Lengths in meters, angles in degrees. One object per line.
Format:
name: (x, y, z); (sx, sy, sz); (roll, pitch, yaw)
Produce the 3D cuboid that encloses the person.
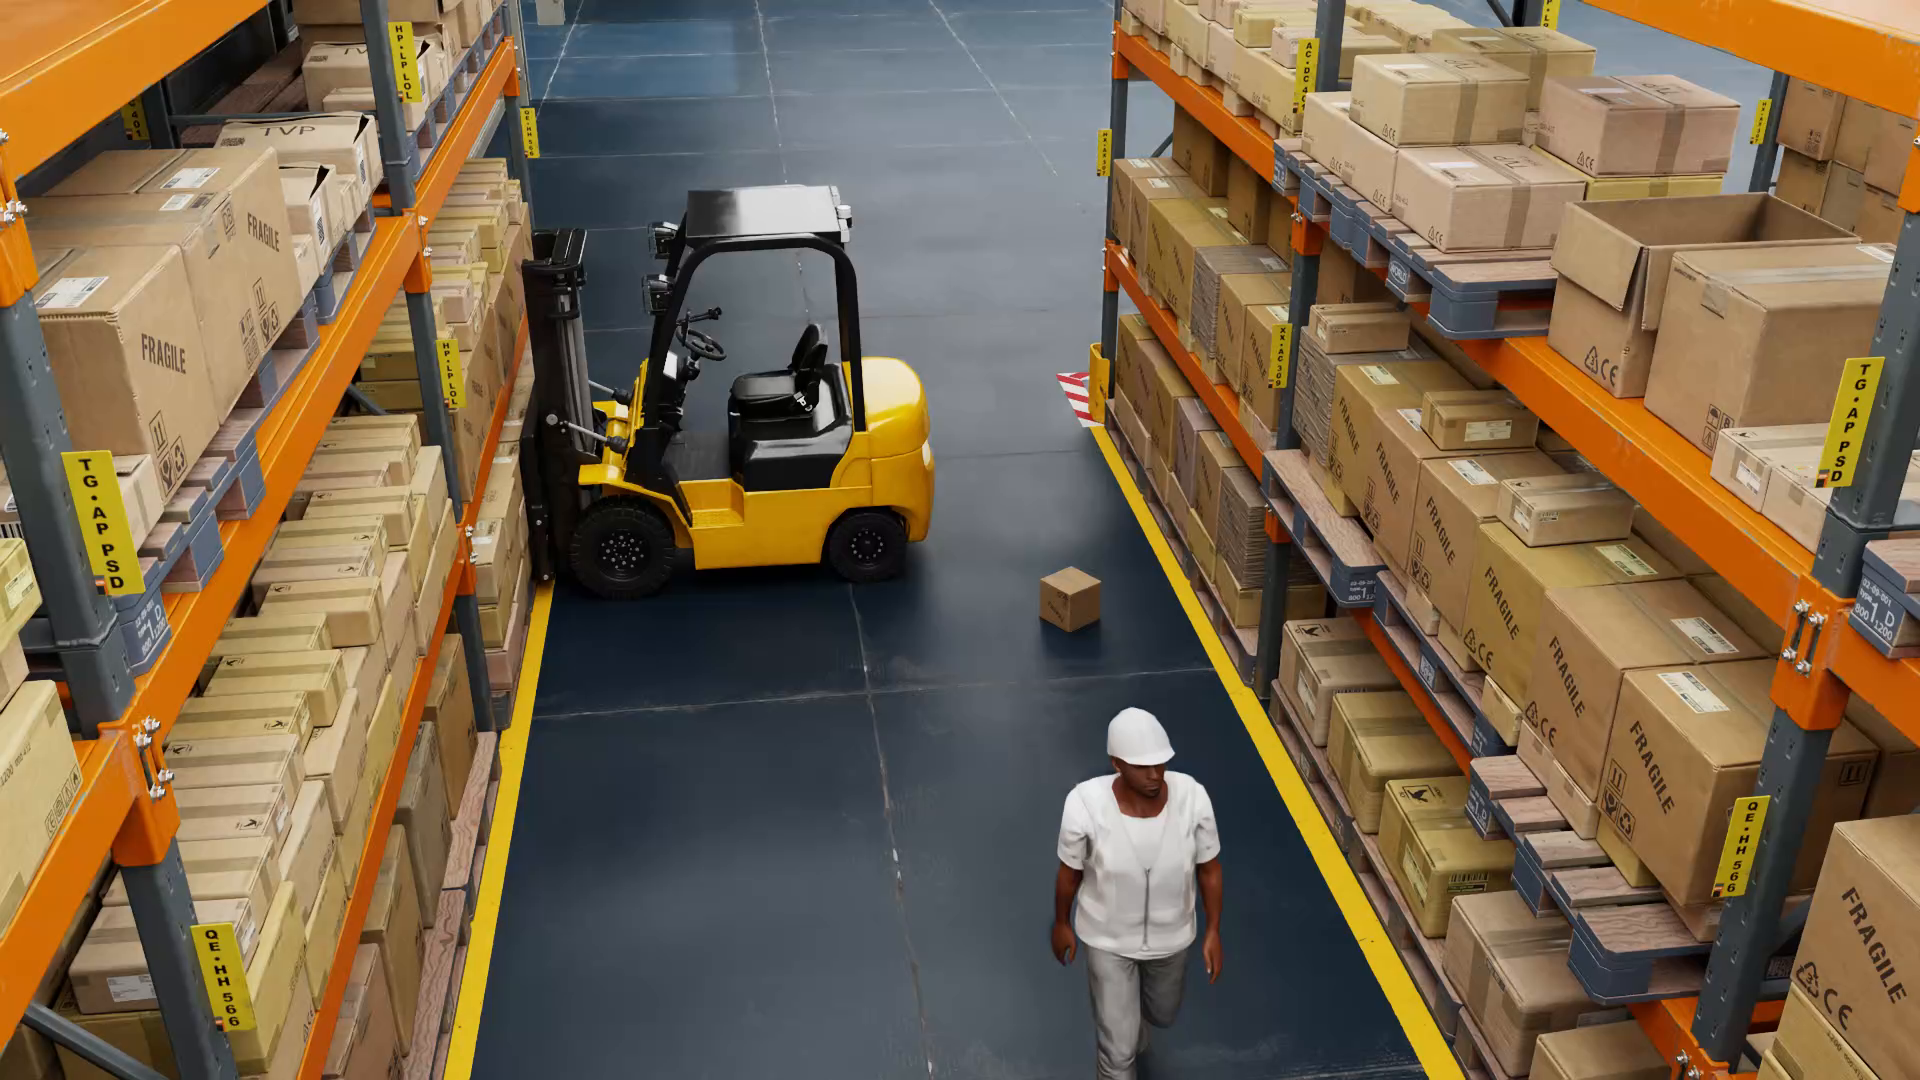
person: (0.634, 1.373, 5.897); (0.588, 1.735, 0.933); (-4, 27, -7)
